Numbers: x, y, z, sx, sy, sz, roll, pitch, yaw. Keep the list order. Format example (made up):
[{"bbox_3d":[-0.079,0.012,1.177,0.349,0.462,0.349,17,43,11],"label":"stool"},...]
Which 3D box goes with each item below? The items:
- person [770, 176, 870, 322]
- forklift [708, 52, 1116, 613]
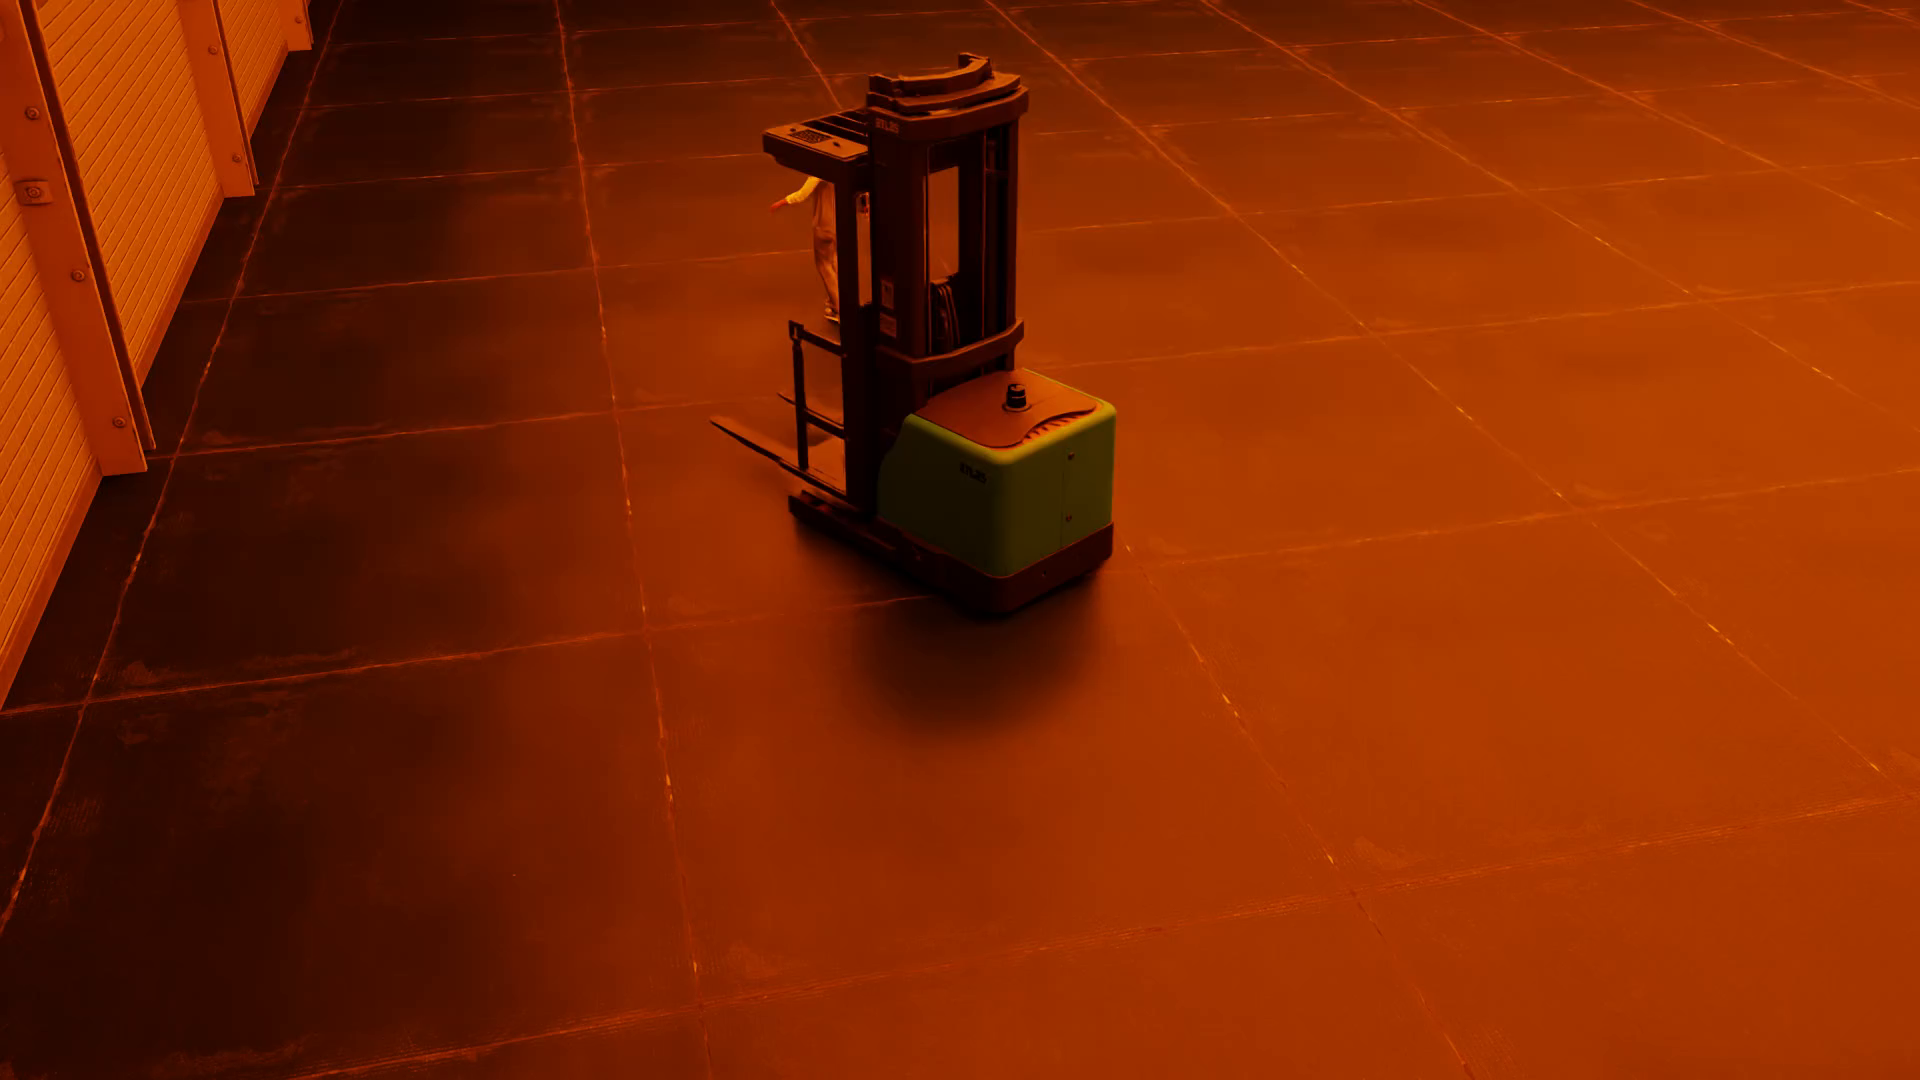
[{"bbox_3d":[-1.052,-2.531,13.354,0.835,1.607,0.526,-24,38,-35],"label":"person"},{"bbox_3d":[-0.453,-1.489,10.147,1.130,2.935,3.031,-26,39,-37],"label":"forklift"}]
